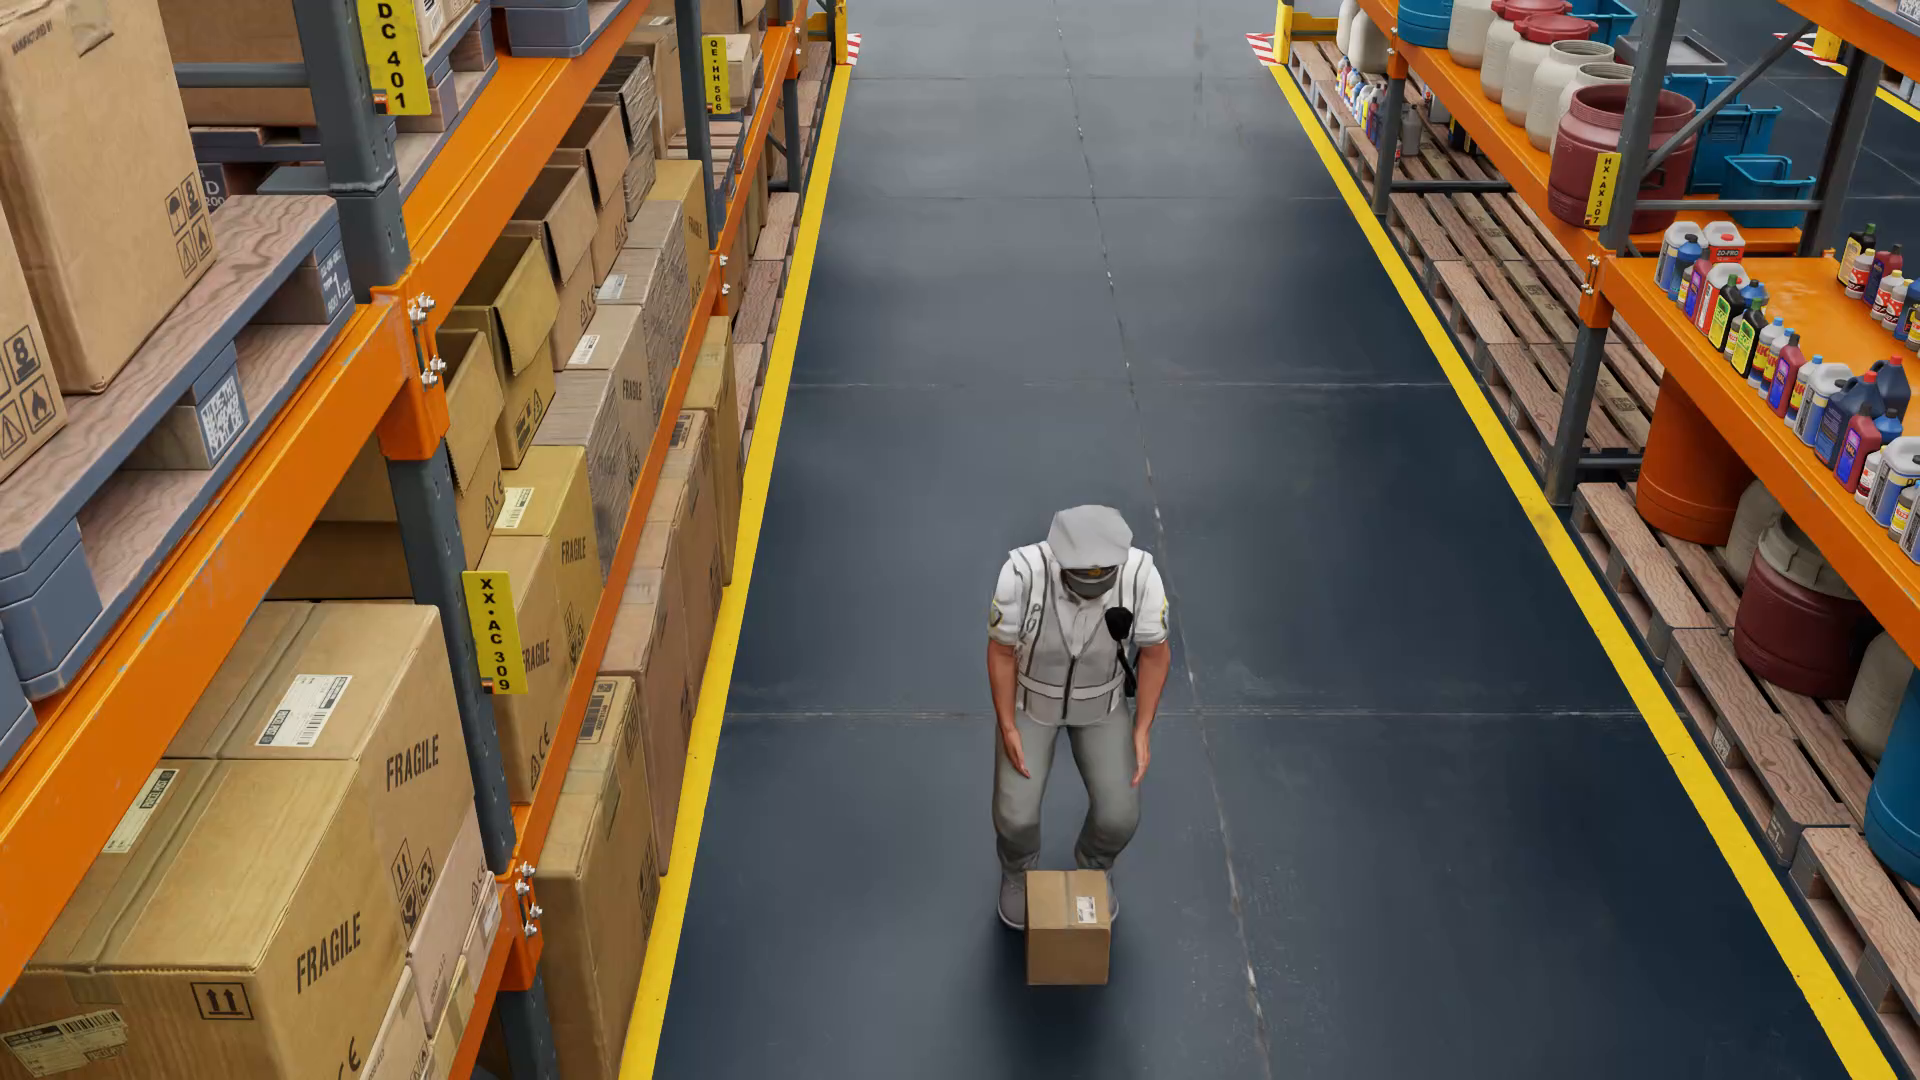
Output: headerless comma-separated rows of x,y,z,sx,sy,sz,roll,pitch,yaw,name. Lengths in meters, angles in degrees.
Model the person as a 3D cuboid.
0.371,0.552,5.349,0.575,1.633,0.609,0,31,1,person
